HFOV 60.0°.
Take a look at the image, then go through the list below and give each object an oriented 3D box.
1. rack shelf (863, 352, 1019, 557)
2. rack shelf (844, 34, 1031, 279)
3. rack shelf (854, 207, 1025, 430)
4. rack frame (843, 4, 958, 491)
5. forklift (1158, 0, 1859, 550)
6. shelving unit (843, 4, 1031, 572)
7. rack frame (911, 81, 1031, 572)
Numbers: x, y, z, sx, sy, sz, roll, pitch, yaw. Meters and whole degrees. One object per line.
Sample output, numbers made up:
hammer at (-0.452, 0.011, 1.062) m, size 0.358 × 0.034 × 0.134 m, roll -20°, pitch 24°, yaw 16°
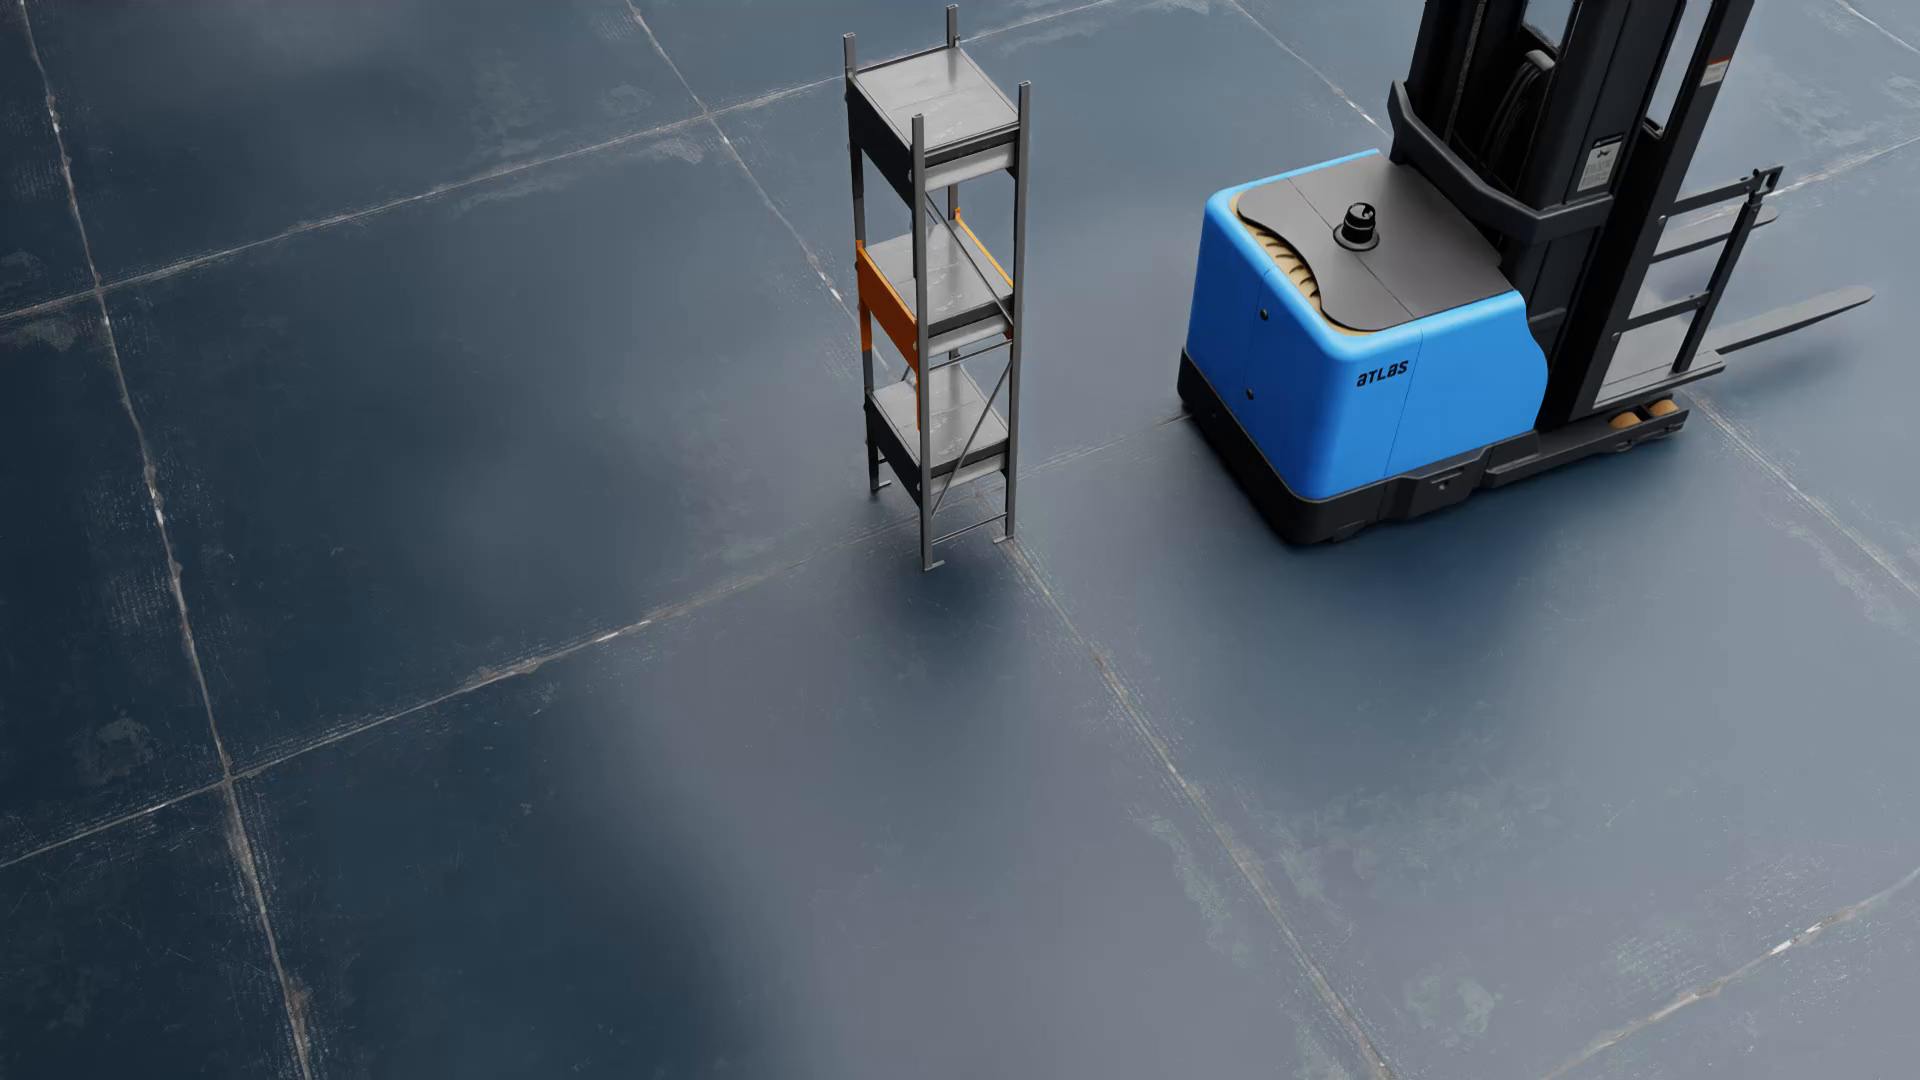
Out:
rack shelf at (-0.076, -0.332, 6.486) m, size 0.431 × 0.518 × 0.480 m, roll -21°, pitch 52°, yaw -18°
rack shelf at (-0.076, -1.254, 5.433) m, size 0.431 × 0.518 × 0.480 m, roll -21°, pitch 52°, yaw -18°
rack shelf at (-0.076, -0.793, 5.959) m, size 0.431 × 0.518 × 0.480 m, roll -21°, pitch 52°, yaw -18°
rack frame at (-0.187, -0.965, 6.092) m, size 0.400 × 2.100 × 0.015 m, roll -21°, pitch 52°, yaw -18°
forklift at (2.410, -1.659, 6.147) m, size 3.031 × 2.935 × 1.130 m, roll -18°, pitch 51°, yaw -15°
shelving unit at (-0.076, -0.802, 5.949) m, size 0.431 × 2.100 × 0.503 m, roll -21°, pitch 52°, yaw -18°
rack frame at (0.036, -0.639, 5.806) m, size 0.400 × 2.100 × 0.015 m, roll -21°, pitch 52°, yaw -18°
